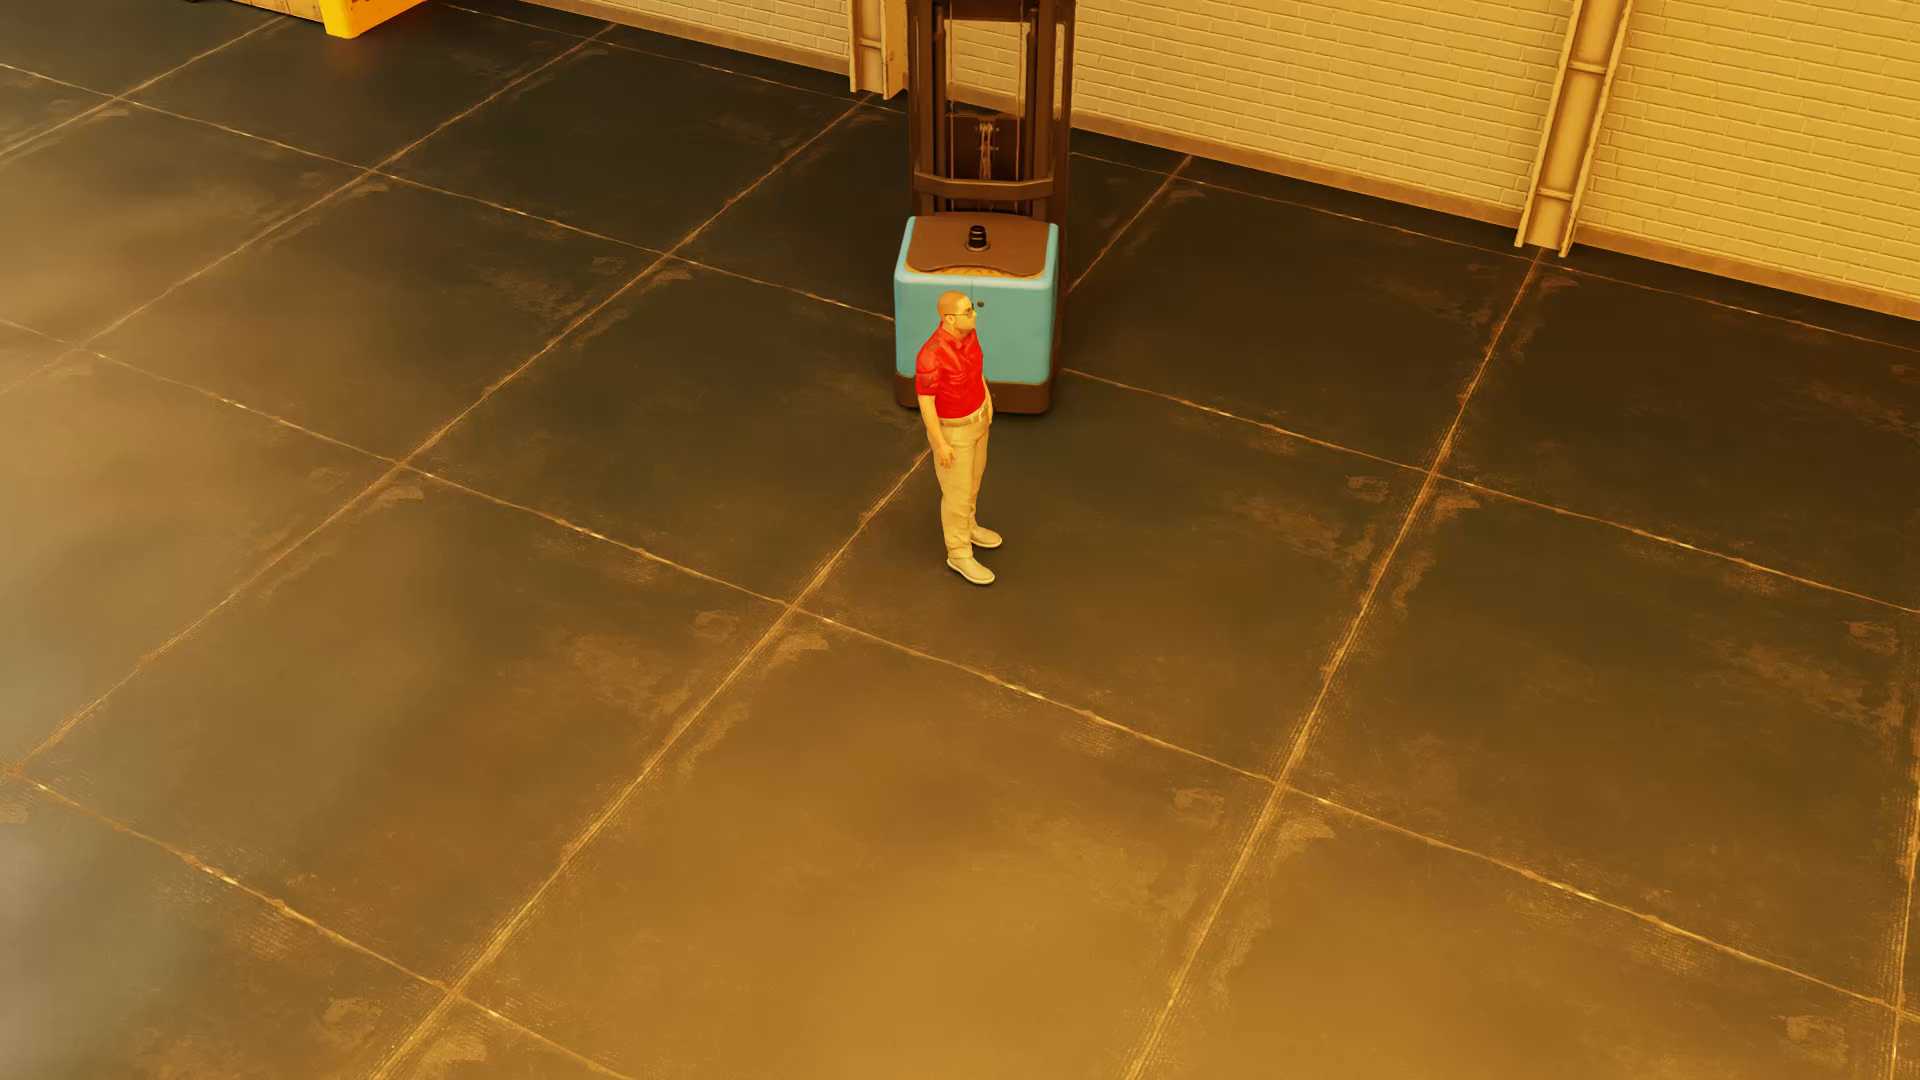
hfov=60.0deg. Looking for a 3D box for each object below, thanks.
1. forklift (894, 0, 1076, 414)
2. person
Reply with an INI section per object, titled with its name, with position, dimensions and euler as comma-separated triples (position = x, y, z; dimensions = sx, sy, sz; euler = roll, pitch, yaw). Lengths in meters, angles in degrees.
[forklift]
position = 0.224, -2.908, 11.439
dimensions = 1.130, 2.935, 3.031
euler = 4, 40, 4
[person]
position = 0.075, -0.634, 9.661
dimensions = 0.550, 1.727, 0.641
euler = 18, 43, 21
